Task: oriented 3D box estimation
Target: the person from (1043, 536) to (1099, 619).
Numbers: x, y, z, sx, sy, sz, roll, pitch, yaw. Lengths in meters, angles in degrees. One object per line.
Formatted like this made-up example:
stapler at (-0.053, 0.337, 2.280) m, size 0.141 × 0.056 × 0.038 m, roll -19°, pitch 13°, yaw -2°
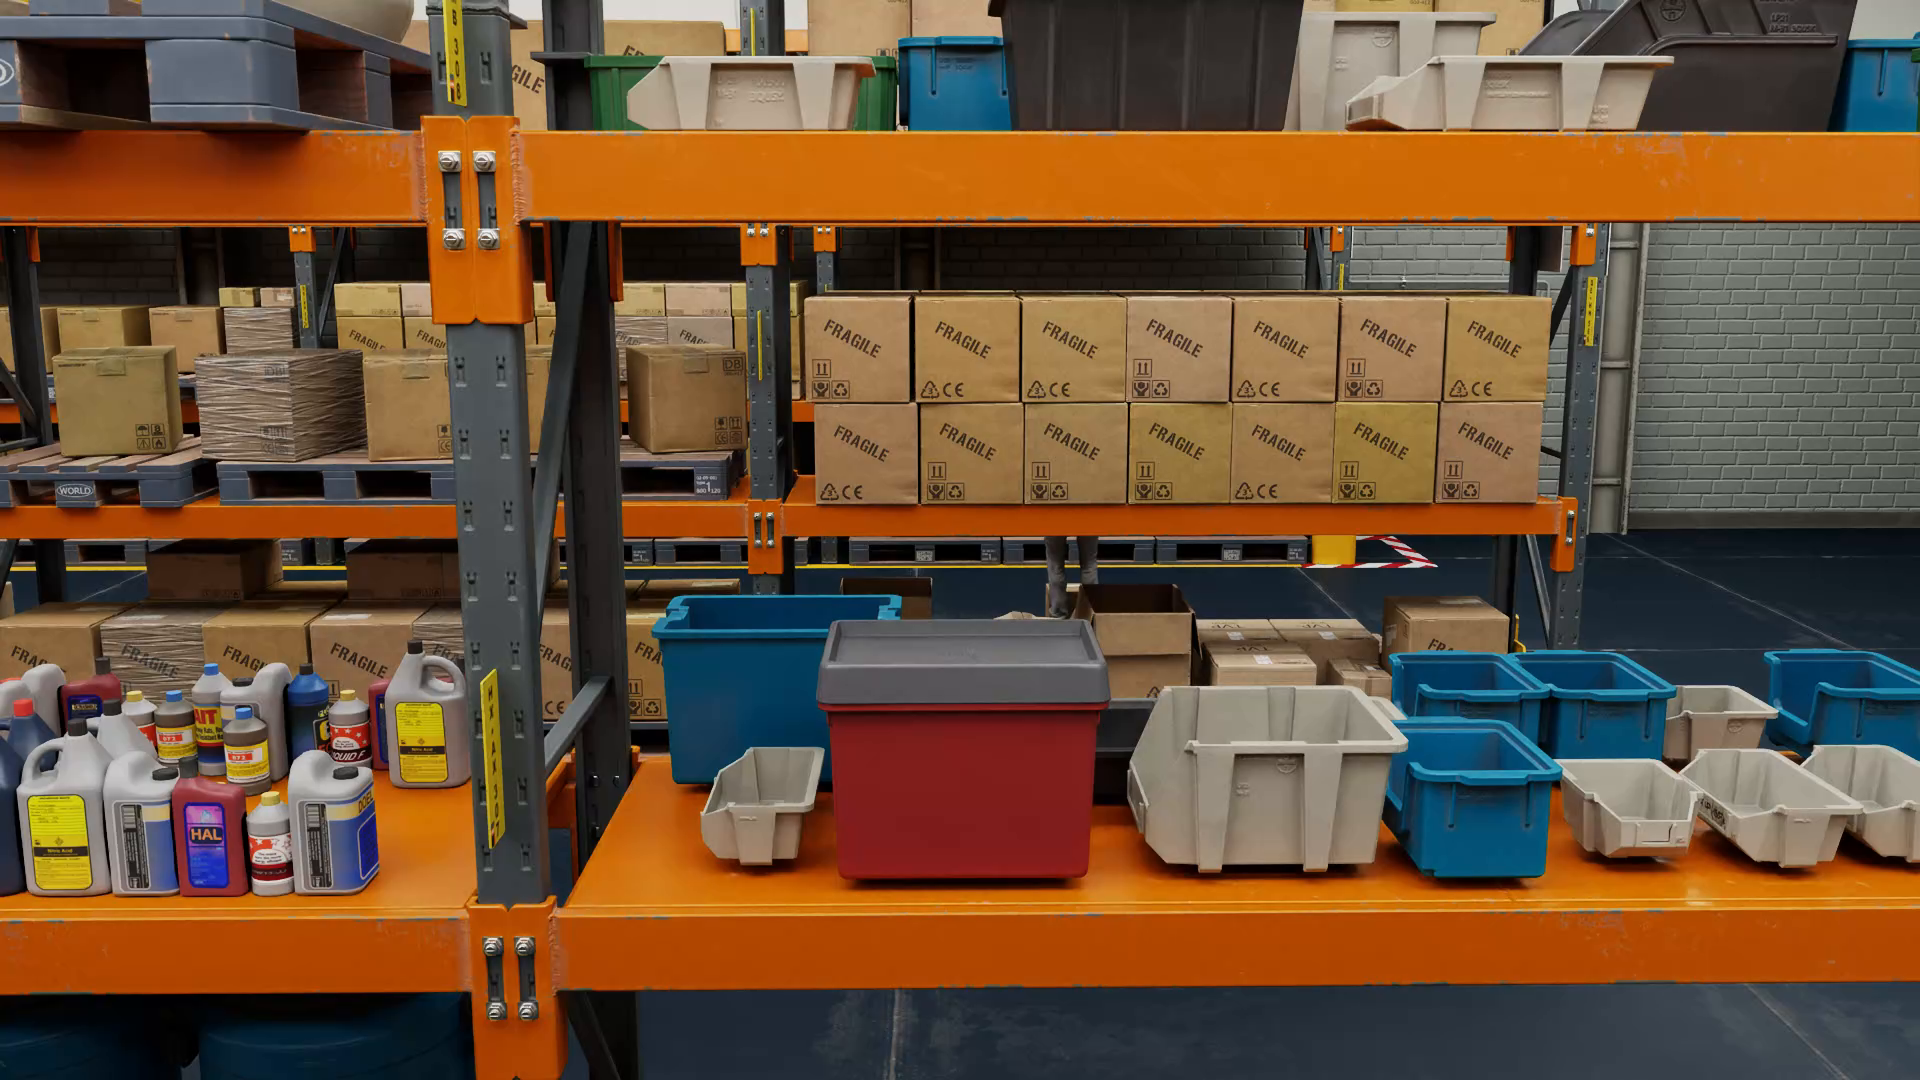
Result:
person at (0.722, -0.170, 10.890) m, size 0.485 × 1.582 × 0.372 m, roll -1°, pitch 11°, yaw -4°
